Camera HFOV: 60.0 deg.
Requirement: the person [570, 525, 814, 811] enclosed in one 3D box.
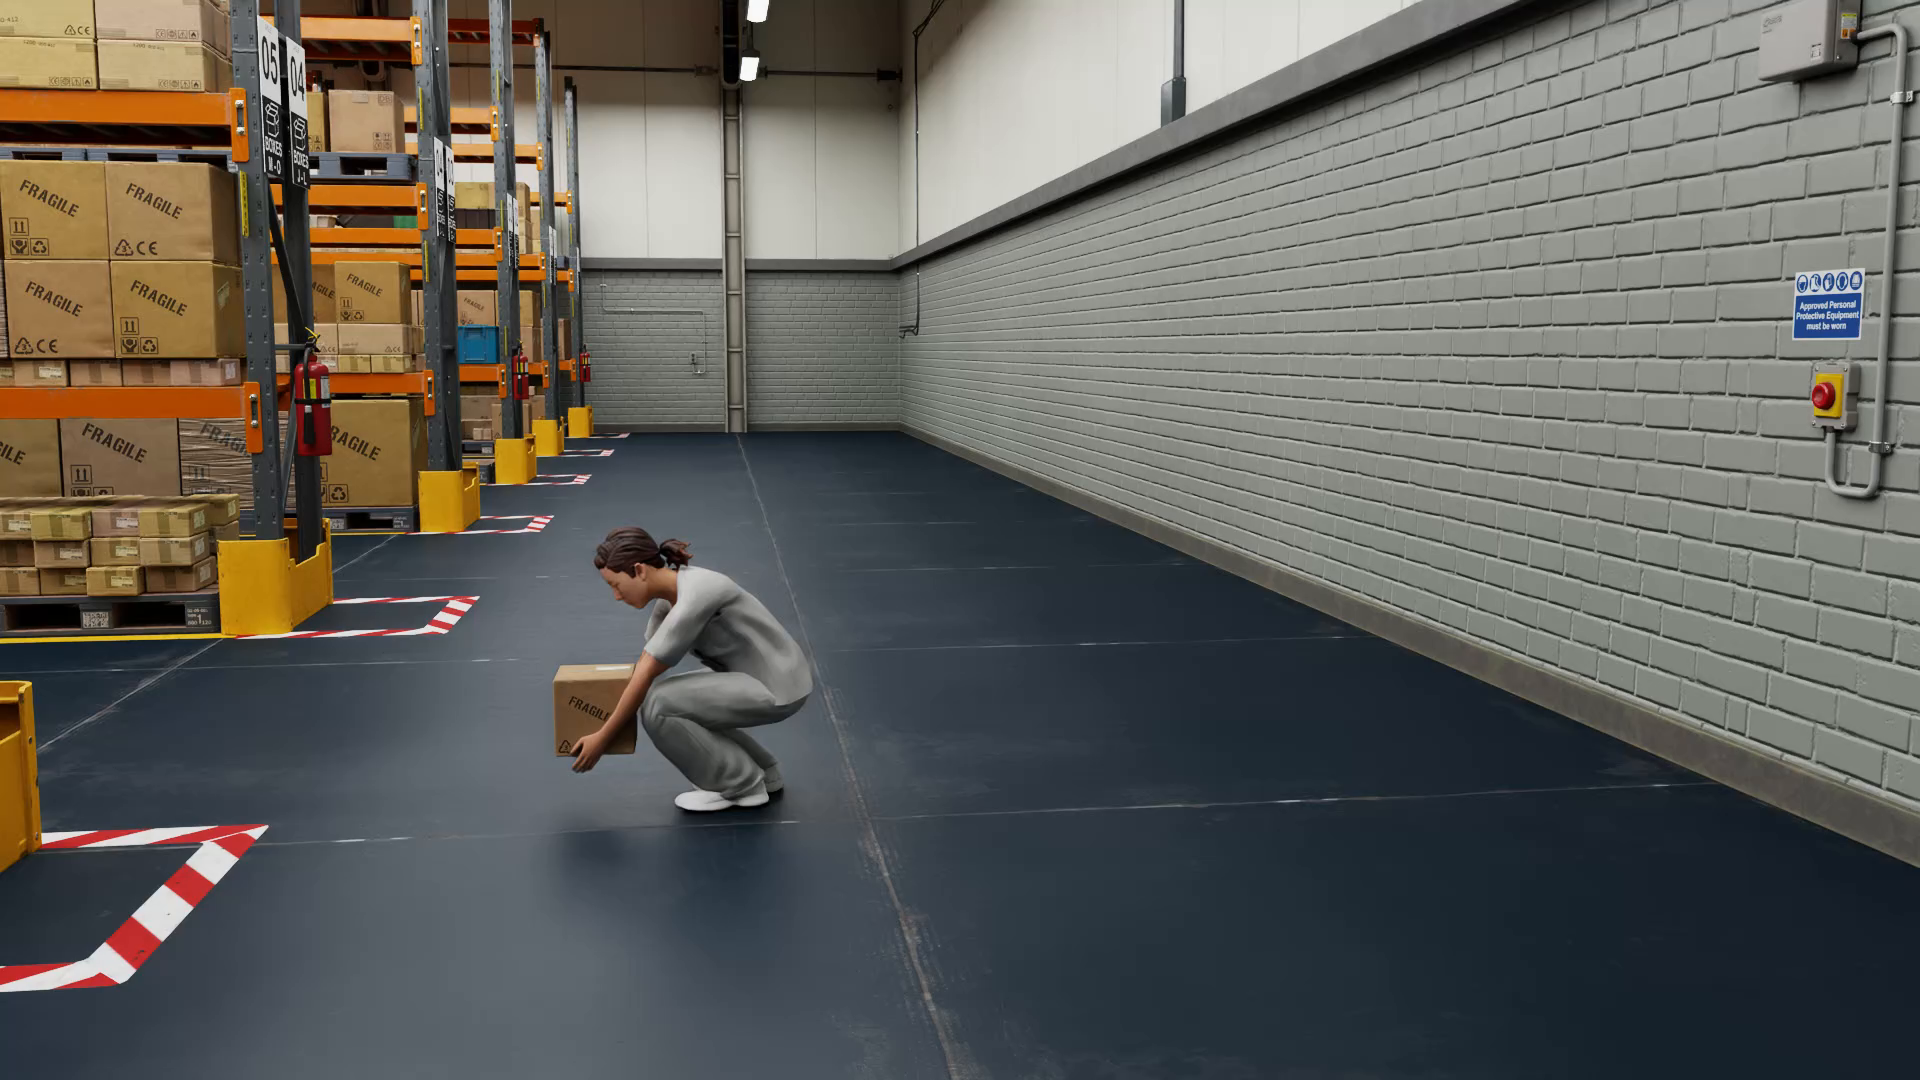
[{"bbox_3d":[-0.879,0.411,5.489,0.792,0.939,0.475,-1,7,-9],"label":"person"}]
